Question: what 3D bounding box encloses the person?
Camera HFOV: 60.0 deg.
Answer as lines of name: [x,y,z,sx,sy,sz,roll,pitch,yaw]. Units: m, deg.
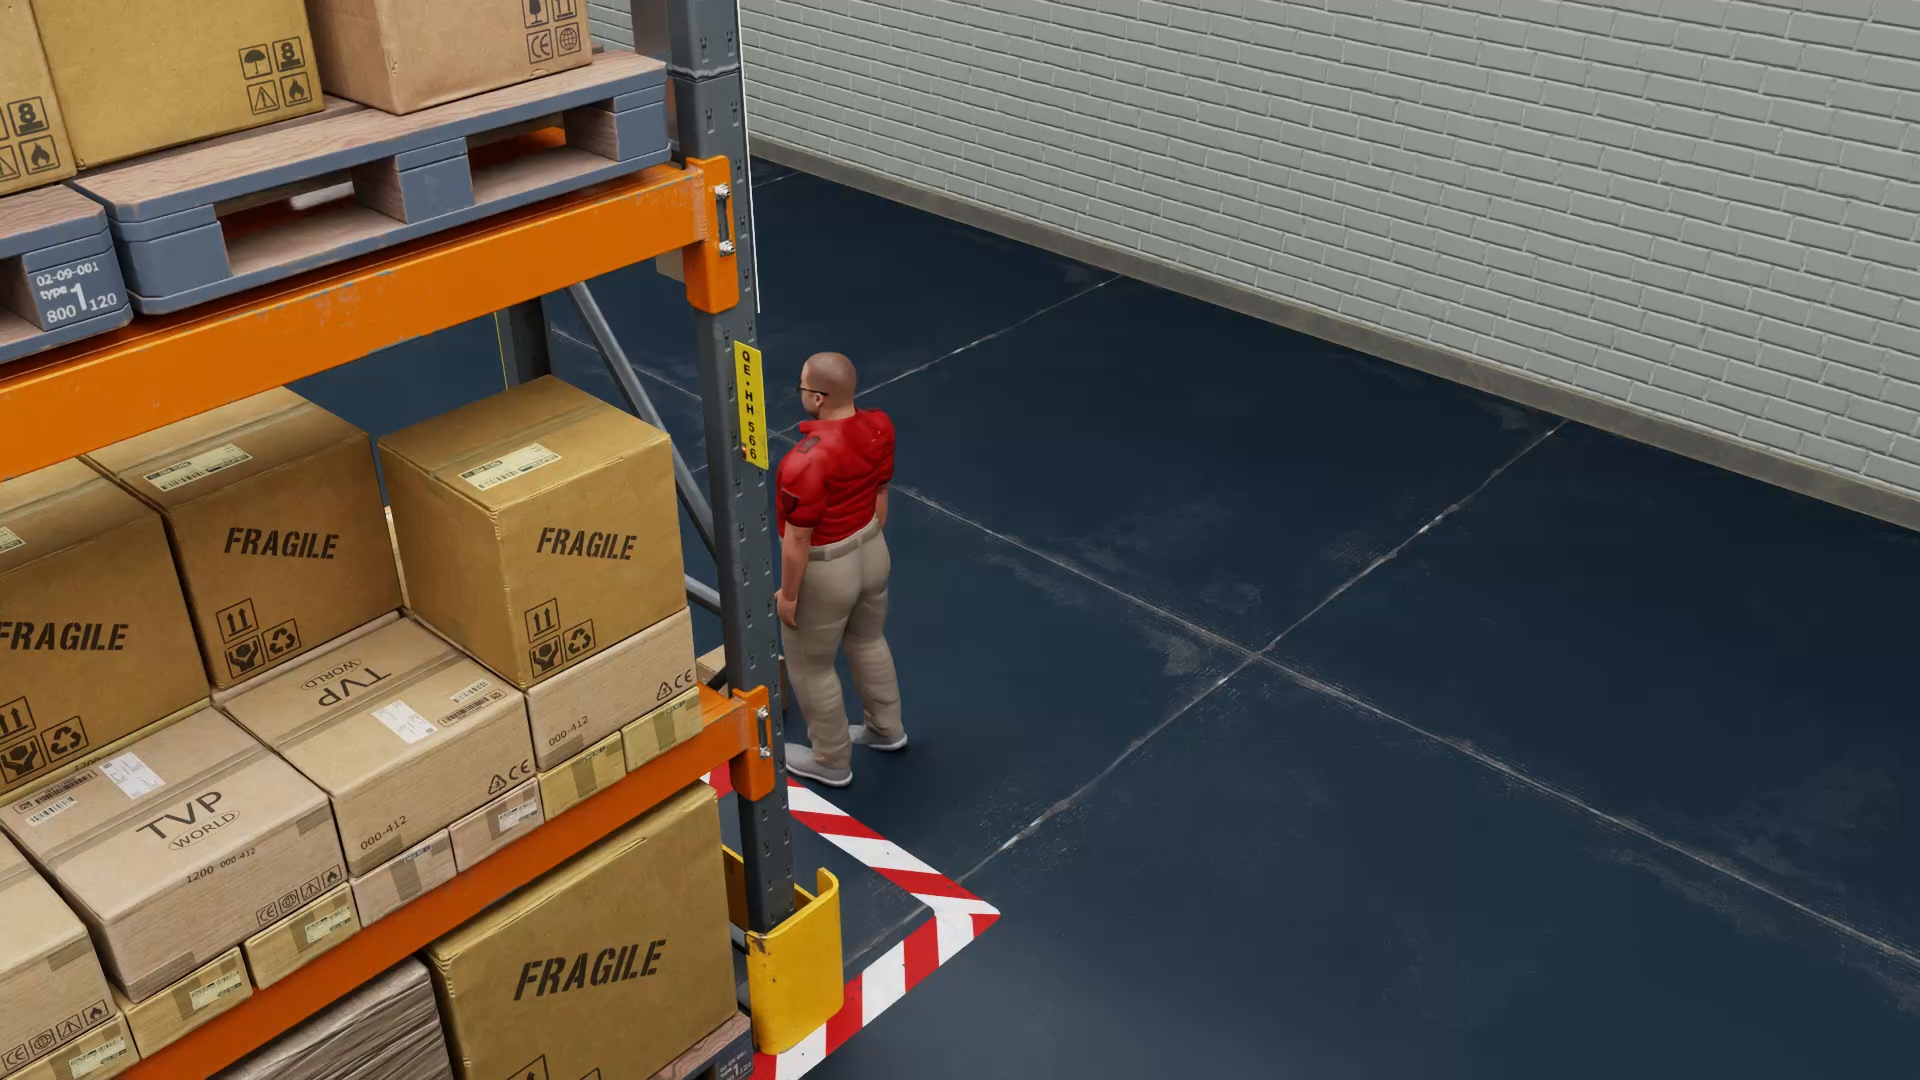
person: [-0.470,0.123,5.993,0.370,1.764,0.527,21,37,31]
